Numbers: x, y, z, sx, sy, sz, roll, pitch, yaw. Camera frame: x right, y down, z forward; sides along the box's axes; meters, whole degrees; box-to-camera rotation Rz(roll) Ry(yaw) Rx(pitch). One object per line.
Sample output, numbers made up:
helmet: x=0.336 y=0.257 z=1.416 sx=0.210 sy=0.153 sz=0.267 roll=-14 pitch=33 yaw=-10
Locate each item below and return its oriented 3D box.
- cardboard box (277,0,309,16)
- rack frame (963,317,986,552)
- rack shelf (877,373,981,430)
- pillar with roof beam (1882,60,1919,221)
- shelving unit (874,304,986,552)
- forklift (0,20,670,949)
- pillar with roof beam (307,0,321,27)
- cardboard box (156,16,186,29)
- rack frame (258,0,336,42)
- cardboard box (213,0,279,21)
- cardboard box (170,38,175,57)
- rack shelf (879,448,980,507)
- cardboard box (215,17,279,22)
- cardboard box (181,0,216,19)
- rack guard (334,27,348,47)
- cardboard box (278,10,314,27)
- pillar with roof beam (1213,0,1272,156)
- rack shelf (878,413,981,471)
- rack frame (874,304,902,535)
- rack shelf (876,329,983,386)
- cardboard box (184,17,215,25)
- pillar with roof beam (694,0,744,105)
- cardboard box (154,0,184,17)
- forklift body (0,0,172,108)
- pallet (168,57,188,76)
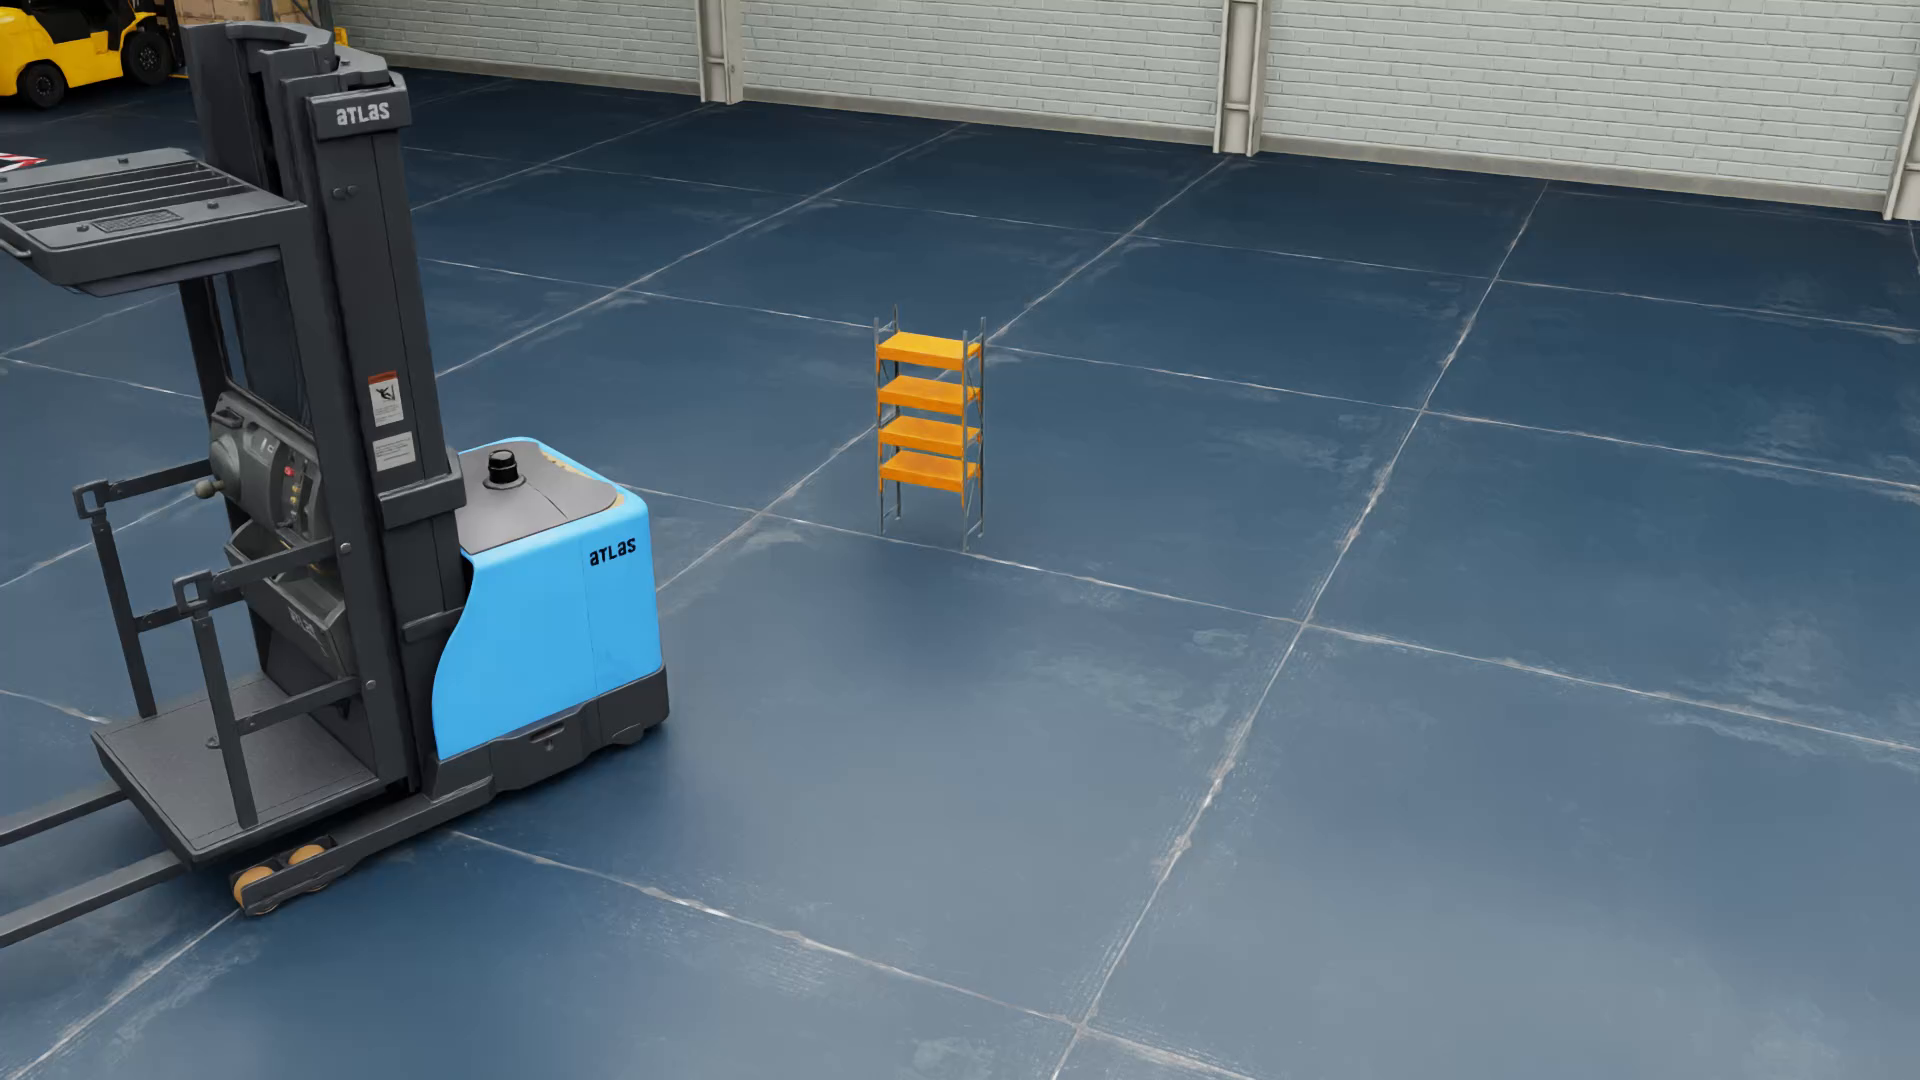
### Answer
cardboard box: x=-8.254 y=-6.511 z=20.085 sx=0.500 sy=0.250 sz=0.500 roll=11 pitch=28 yaw=21
rack frame: x=0.071 y=-0.524 z=8.456 sx=0.015 sy=1.200 sz=0.240 roll=11 pitch=28 yaw=22
rack shelf: x=-0.151 y=-0.709 z=8.477 sx=0.480 sy=0.148 sz=0.258 roll=11 pitch=28 yaw=22
pillar with roof beam: x=6.448 y=-5.103 z=8.927 sx=0.400 sy=9.000 sz=9.100 roll=11 pitch=28 yaw=22
shelving unit: x=-0.151 y=-0.569 z=8.546 sx=0.503 sy=1.200 sz=0.258 roll=11 pitch=28 yaw=22
forklift: x=-2.660 y=-0.224 z=5.886 sx=3.031 sy=2.935 sz=1.130 roll=-22 pitch=34 yaw=-38
pillar with roof beam: x=-9.938 y=-8.394 z=15.612 sx=0.400 sy=9.000 sz=9.100 roll=11 pitch=28 yaw=22
cardboard box: x=-9.398 y=-6.268 z=20.157 sx=0.500 sy=0.250 sz=0.500 roll=11 pitch=28 yaw=21
rack frame: x=-7.895 y=-6.944 z=19.458 sx=0.127 sy=3.000 sz=1.000 roll=11 pitch=28 yaw=22
cardboard box: x=-8.443 y=-6.306 z=19.668 sx=0.500 sy=0.250 sz=0.500 roll=12 pitch=29 yaw=24
cardboard box: x=-9.354 y=-6.047 z=20.275 sx=0.500 sy=0.250 sz=0.500 roll=12 pitch=29 yaw=22
rack shelf: x=-0.151 y=-0.330 z=8.664 sx=0.480 sy=0.148 sz=0.258 roll=11 pitch=28 yaw=22
cardboard box: x=-8.468 y=-6.086 z=19.788 sx=0.500 sy=0.250 sz=0.500 roll=11 pitch=28 yaw=21
cardboard box: x=-8.911 y=-6.397 z=19.853 sx=0.500 sy=0.250 sz=0.500 roll=12 pitch=29 yaw=23
rack guard: x=-7.873 y=-5.818 z=20.001 sx=0.348 sy=0.500 sz=1.175 roll=11 pitch=28 yaw=22
cardboard box: x=-8.237 y=-6.293 z=20.206 sx=0.500 sy=0.250 sz=0.500 roll=12 pitch=29 yaw=23
pillar with roof beam: x=0.986 y=-6.200 z=11.155 sx=0.400 sy=9.000 sz=9.100 roll=11 pitch=28 yaw=22
rack shelf: x=-0.151 y=-0.508 z=8.576 sx=0.480 sy=0.148 sz=0.258 roll=11 pitch=28 yaw=22
rack frame: x=-0.373 y=-0.613 z=8.637 sx=0.015 sy=1.200 sz=0.240 roll=11 pitch=28 yaw=22
rack shelf: x=-0.151 y=-0.921 z=8.373 sx=0.480 sy=0.148 sz=0.258 roll=11 pitch=28 yaw=22
cardboard box: x=-8.920 y=-6.182 z=19.983 sx=0.500 sy=0.250 sz=0.500 roll=11 pitch=28 yaw=21
pillar with roof beam: x=-4.476 y=-7.297 z=13.384 sx=0.400 sy=9.000 sz=9.100 roll=11 pitch=28 yaw=22
cardboard box: x=-9.374 y=-6.485 z=20.032 sx=0.500 sy=0.250 sz=0.500 roll=12 pitch=29 yaw=22
forklift body: x=-10.377 y=-6.176 z=18.860 sx=1.214 sy=2.155 sz=2.313 roll=11 pitch=28 yaw=22
pallet: x=-9.715 y=-6.040 z=20.778 sx=1.213 sy=0.211 sz=1.003 roll=11 pitch=28 yaw=22
